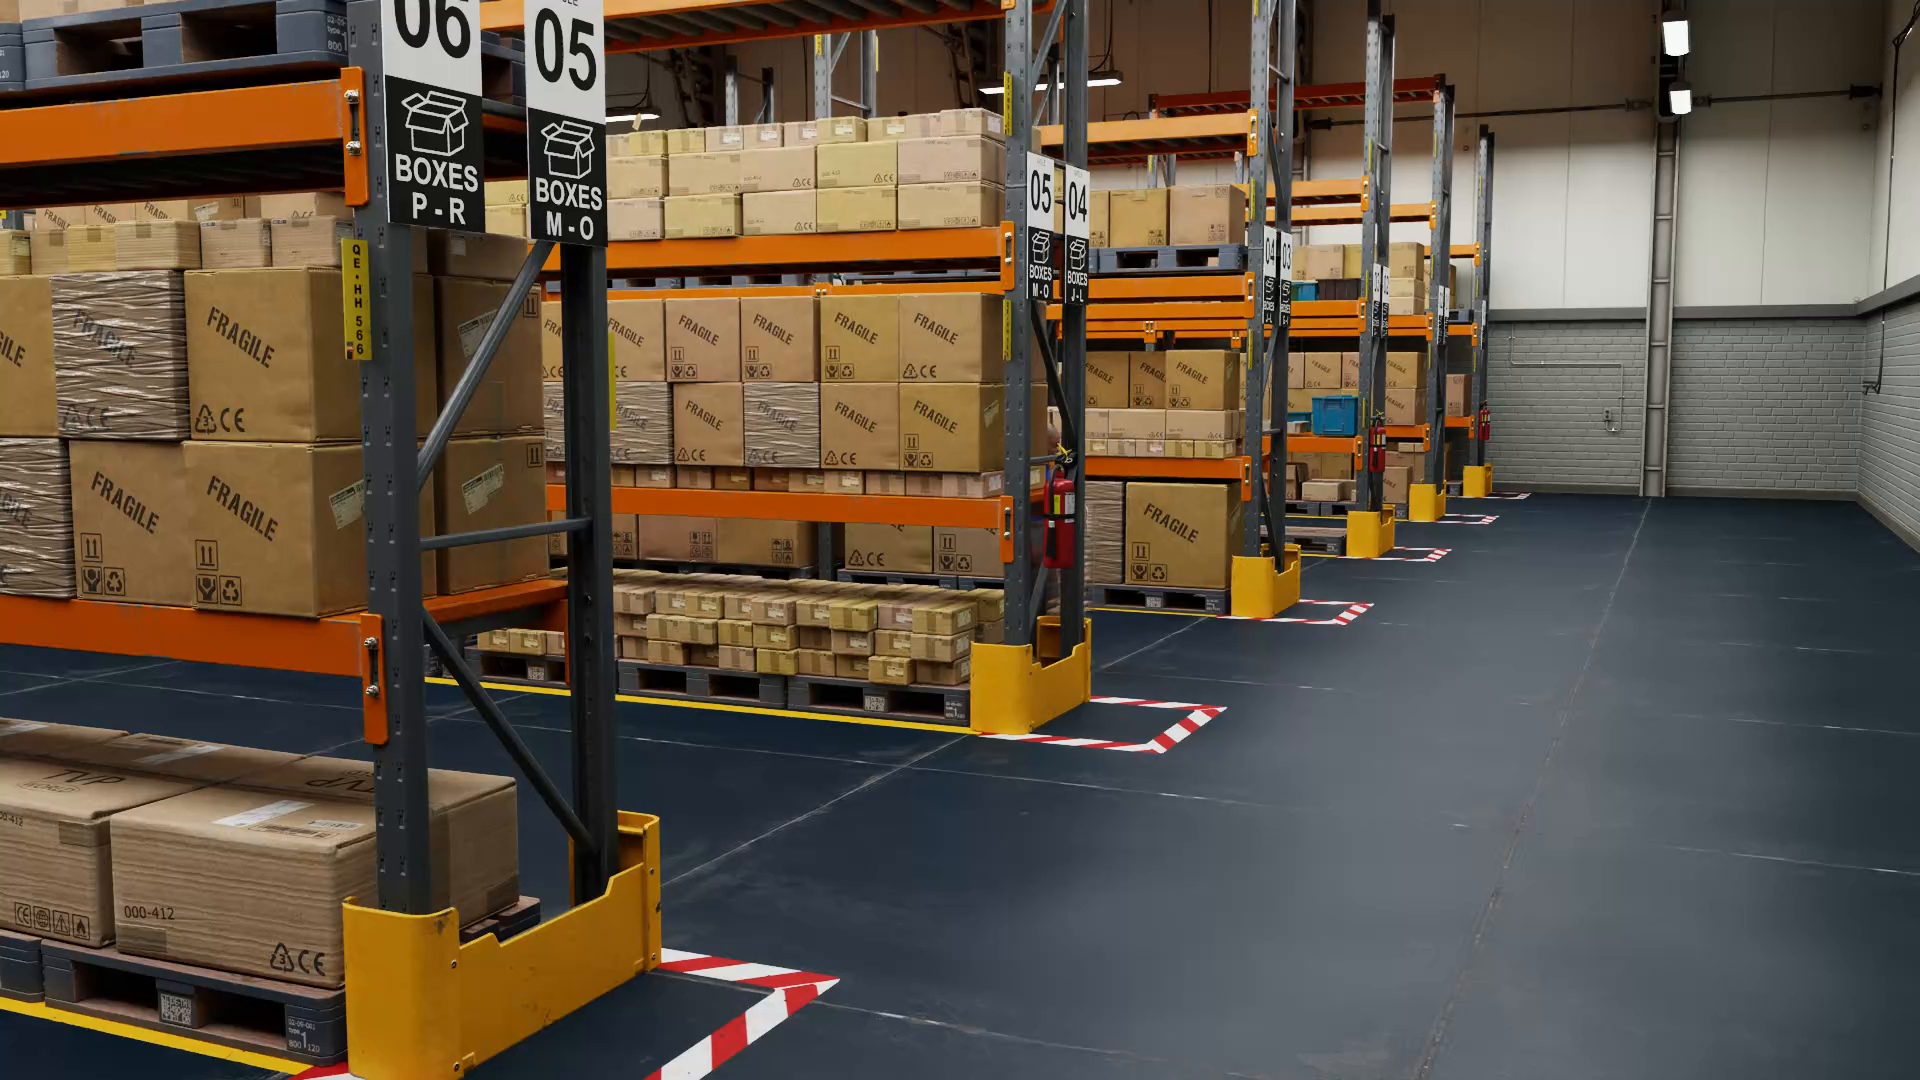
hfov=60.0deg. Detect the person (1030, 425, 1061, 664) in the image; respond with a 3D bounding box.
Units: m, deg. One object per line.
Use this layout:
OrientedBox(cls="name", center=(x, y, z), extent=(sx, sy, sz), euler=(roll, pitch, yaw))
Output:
OrientedBox(cls="person", center=(0.549, 0.039, 11.415), extent=(0.393, 1.654, 0.518), euler=(2, 6, 22))
